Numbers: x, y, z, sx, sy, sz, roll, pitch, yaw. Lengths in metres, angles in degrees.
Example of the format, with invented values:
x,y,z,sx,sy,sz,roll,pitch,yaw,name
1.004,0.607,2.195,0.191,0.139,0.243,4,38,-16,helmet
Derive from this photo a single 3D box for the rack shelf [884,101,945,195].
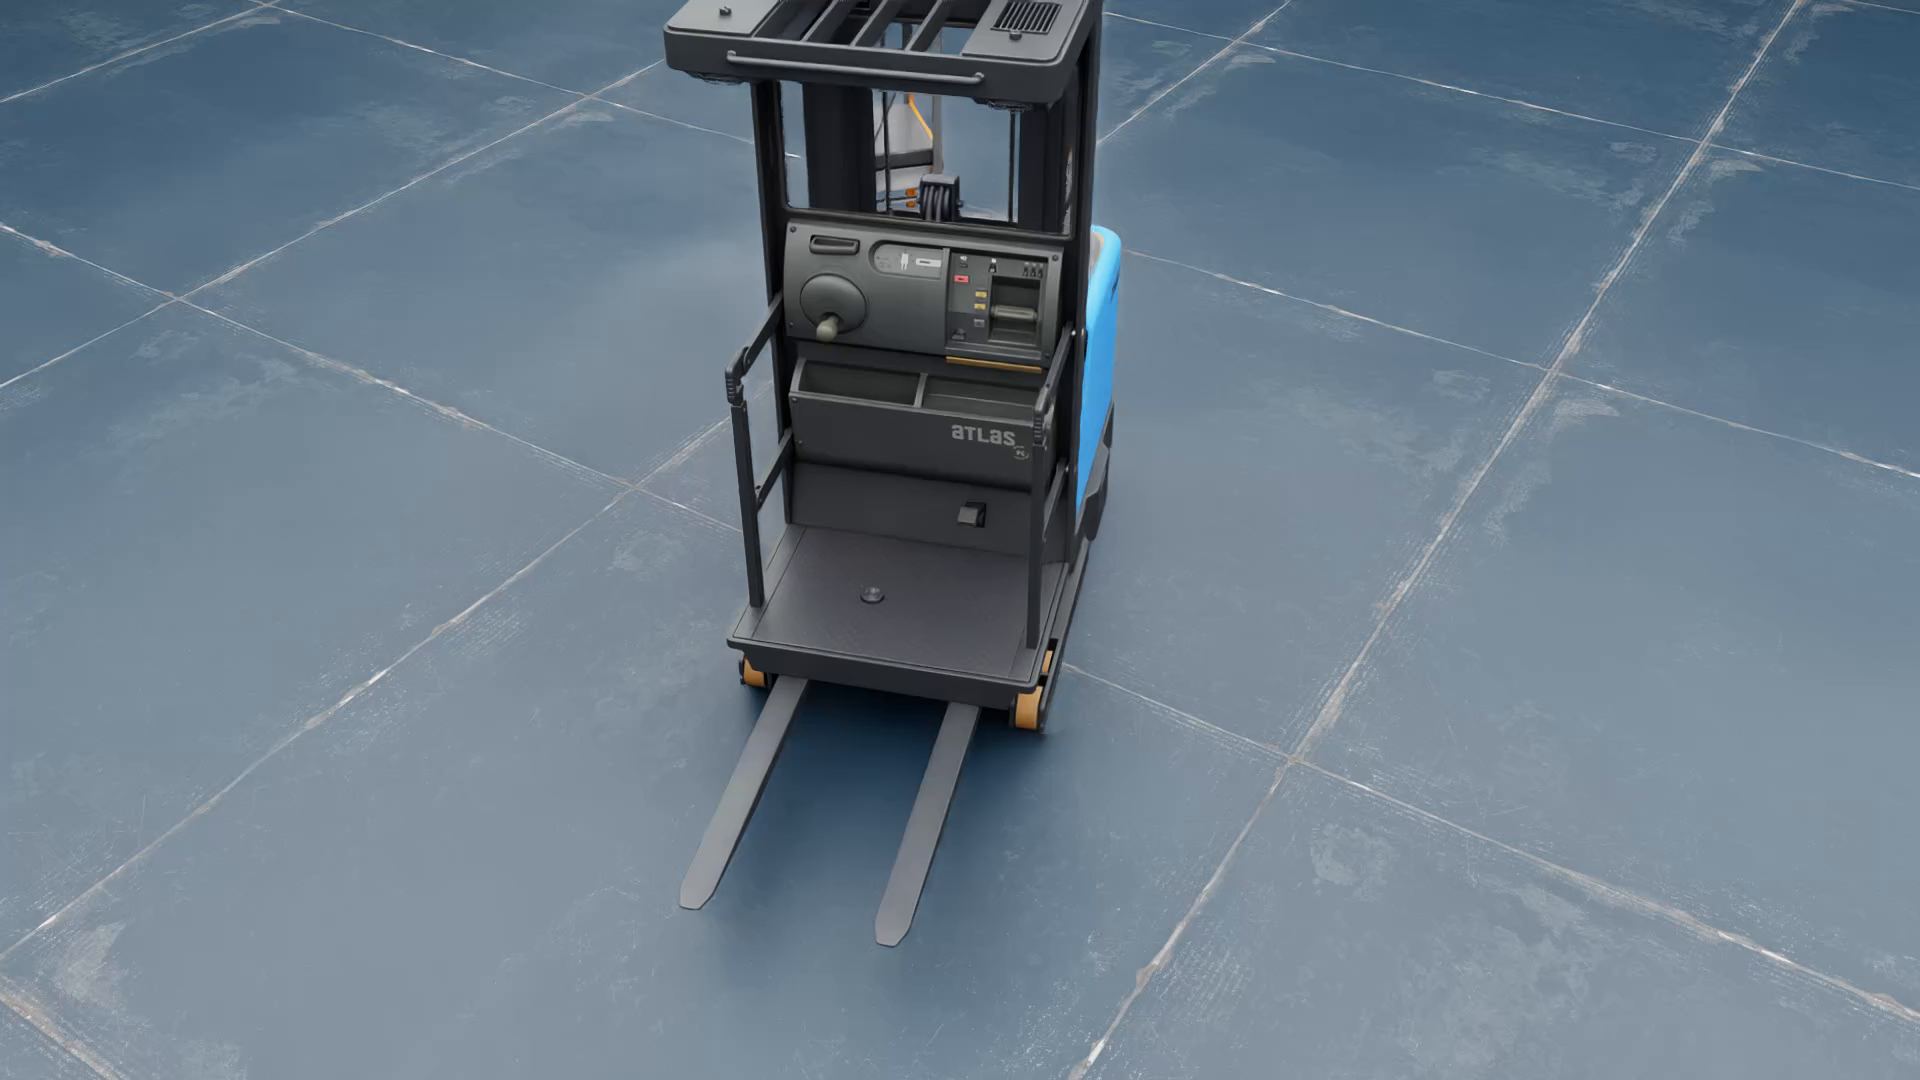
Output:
x,y,z,sx,sy,sz,roll,pitch,yaw,name
-0.334,-1.528,7.034,0.431,0.518,0.480,-10,39,-13,rack shelf

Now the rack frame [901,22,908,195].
x,y,z,sx,sy,sz,roll,pitch,yaw,name
-0.402,-1.682,7.211,0.400,2.100,0.015,-10,39,-13,rack frame

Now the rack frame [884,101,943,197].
x,y,z,sx,sy,sz,roll,pitch,yaw,name
-0.266,-1.396,6.840,0.400,2.100,0.015,-10,39,-13,rack frame

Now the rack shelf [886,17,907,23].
x,y,z,sx,sy,sz,roll,pitch,yaw,name
-0.333,-2.082,6.606,0.431,0.518,0.480,-10,39,-13,rack shelf

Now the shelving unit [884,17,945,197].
x,y,z,sx,sy,sz,roll,pitch,yaw,name
-0.334,-1.539,7.026,0.431,2.100,0.503,-10,39,-13,shelving unit

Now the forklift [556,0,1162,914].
x,y,z,sx,sy,sz,roll,pitch,yaw,name
-0.295,-0.792,5.377,1.130,2.935,3.031,17,41,20,forklift
